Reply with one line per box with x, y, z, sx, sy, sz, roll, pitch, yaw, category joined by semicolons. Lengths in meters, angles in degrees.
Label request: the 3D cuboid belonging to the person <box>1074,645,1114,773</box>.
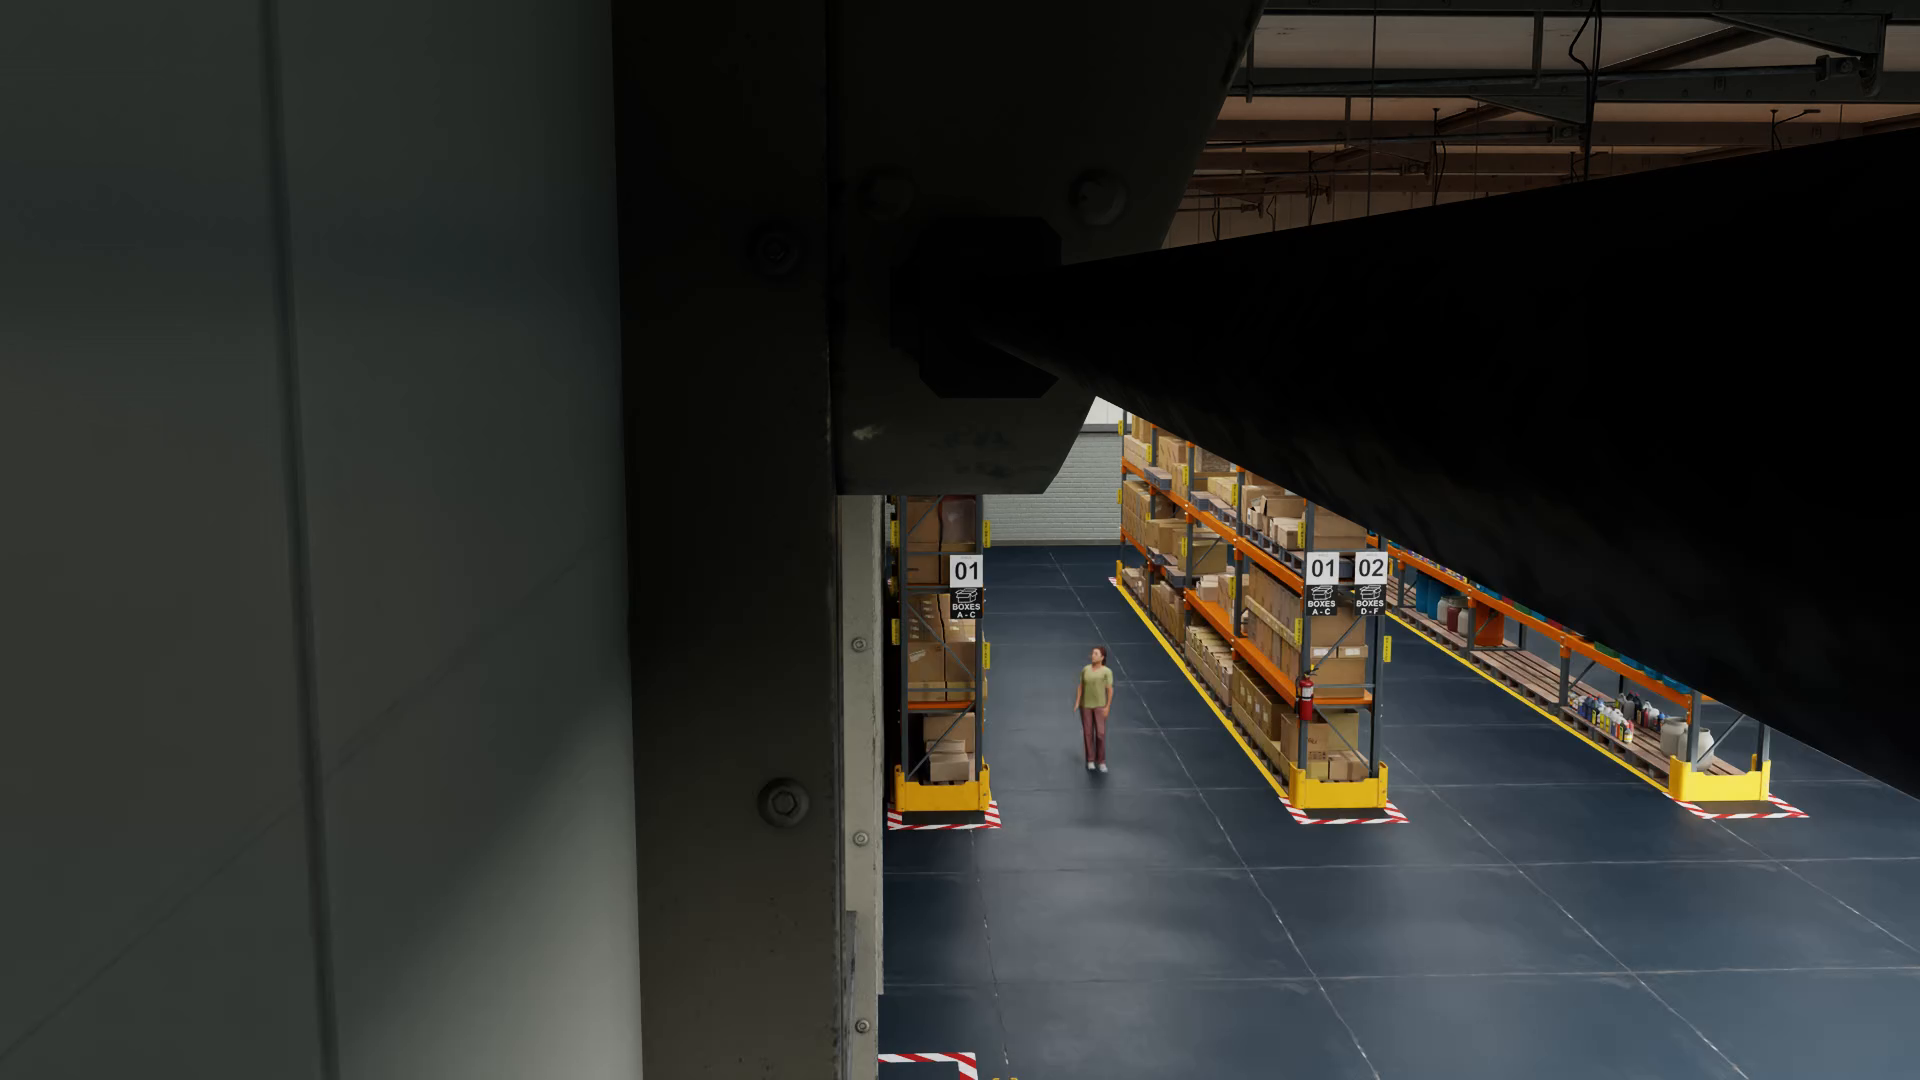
1.799;2.266;22.285;0.509;1.699;0.442;1;9;9;person
